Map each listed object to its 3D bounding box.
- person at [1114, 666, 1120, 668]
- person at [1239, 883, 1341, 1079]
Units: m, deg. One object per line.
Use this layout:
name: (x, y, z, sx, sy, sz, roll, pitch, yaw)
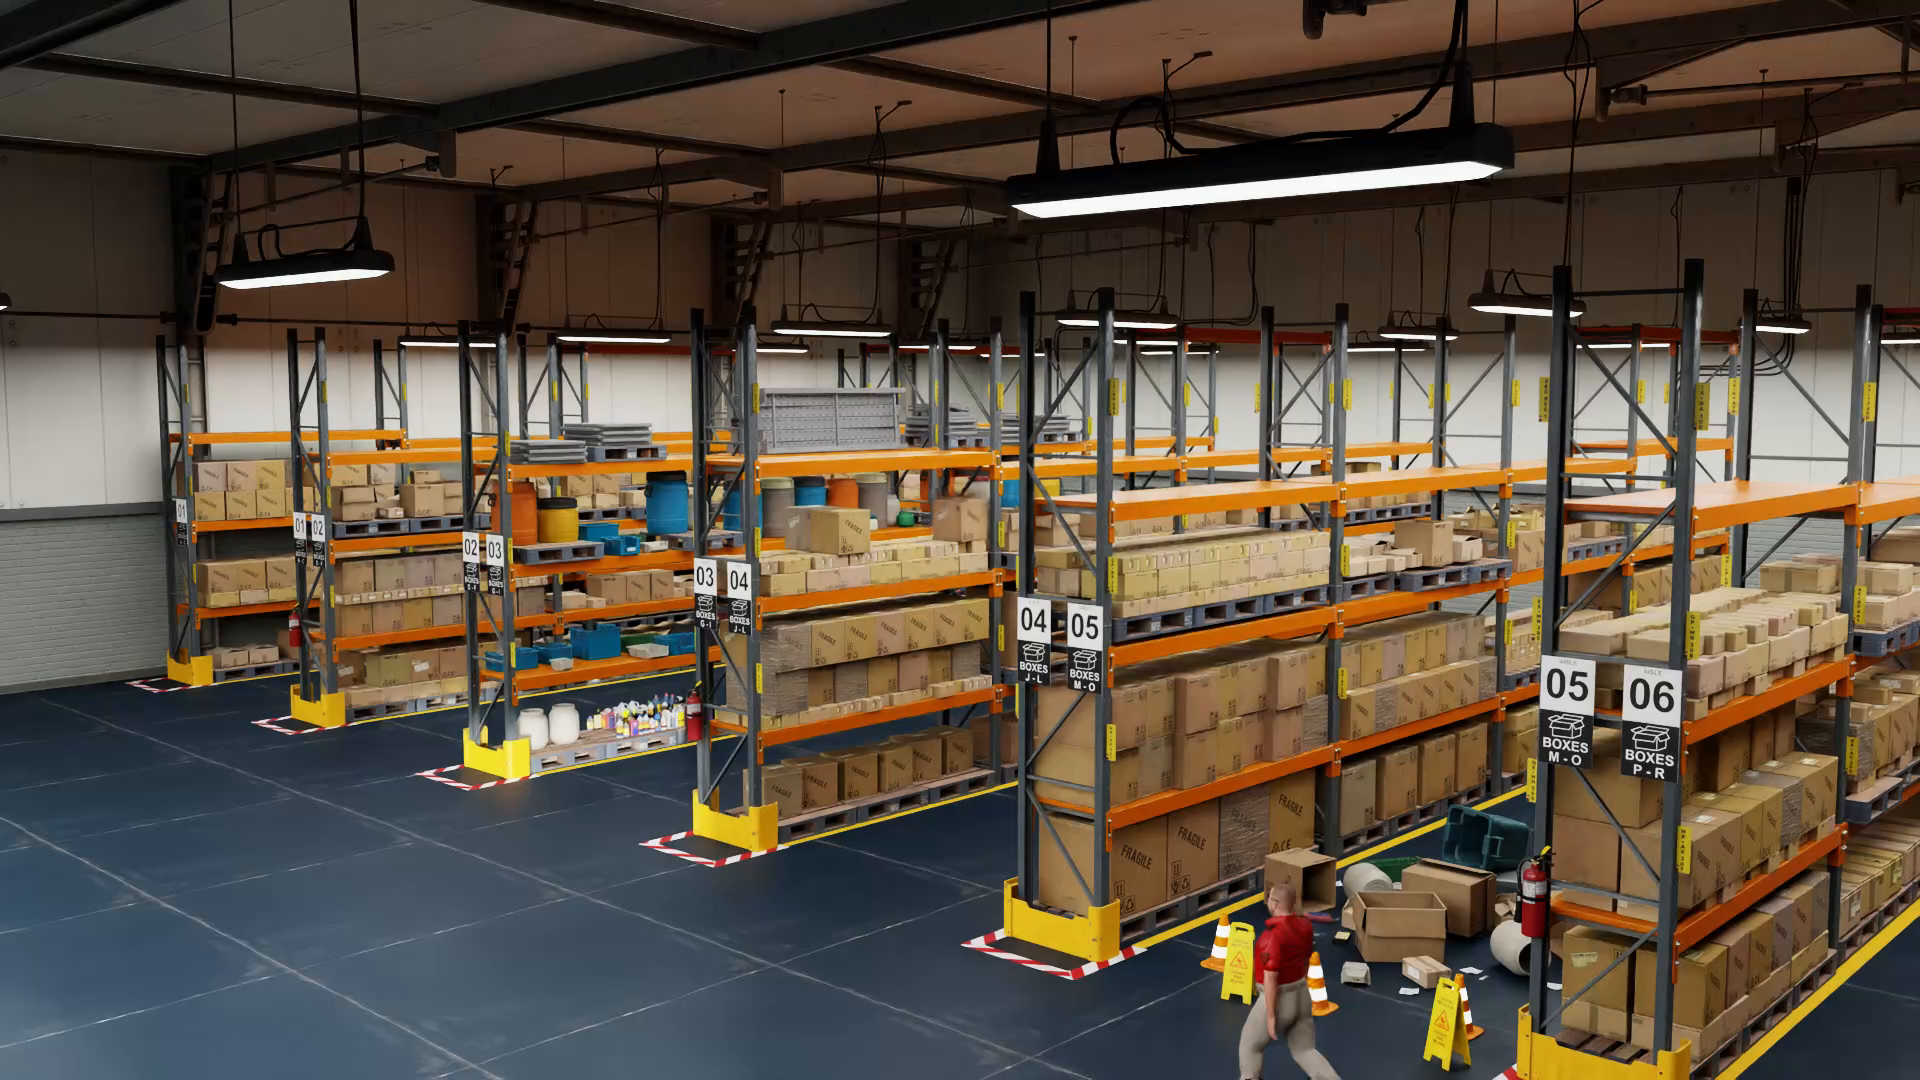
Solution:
person: (1.941, 2.267, 21.516, 0.591, 1.771, 0.488, 5, 7, 40)
person: (2.275, 3.229, 11.602, 1.019, 1.682, 0.538, 5, 7, 44)
